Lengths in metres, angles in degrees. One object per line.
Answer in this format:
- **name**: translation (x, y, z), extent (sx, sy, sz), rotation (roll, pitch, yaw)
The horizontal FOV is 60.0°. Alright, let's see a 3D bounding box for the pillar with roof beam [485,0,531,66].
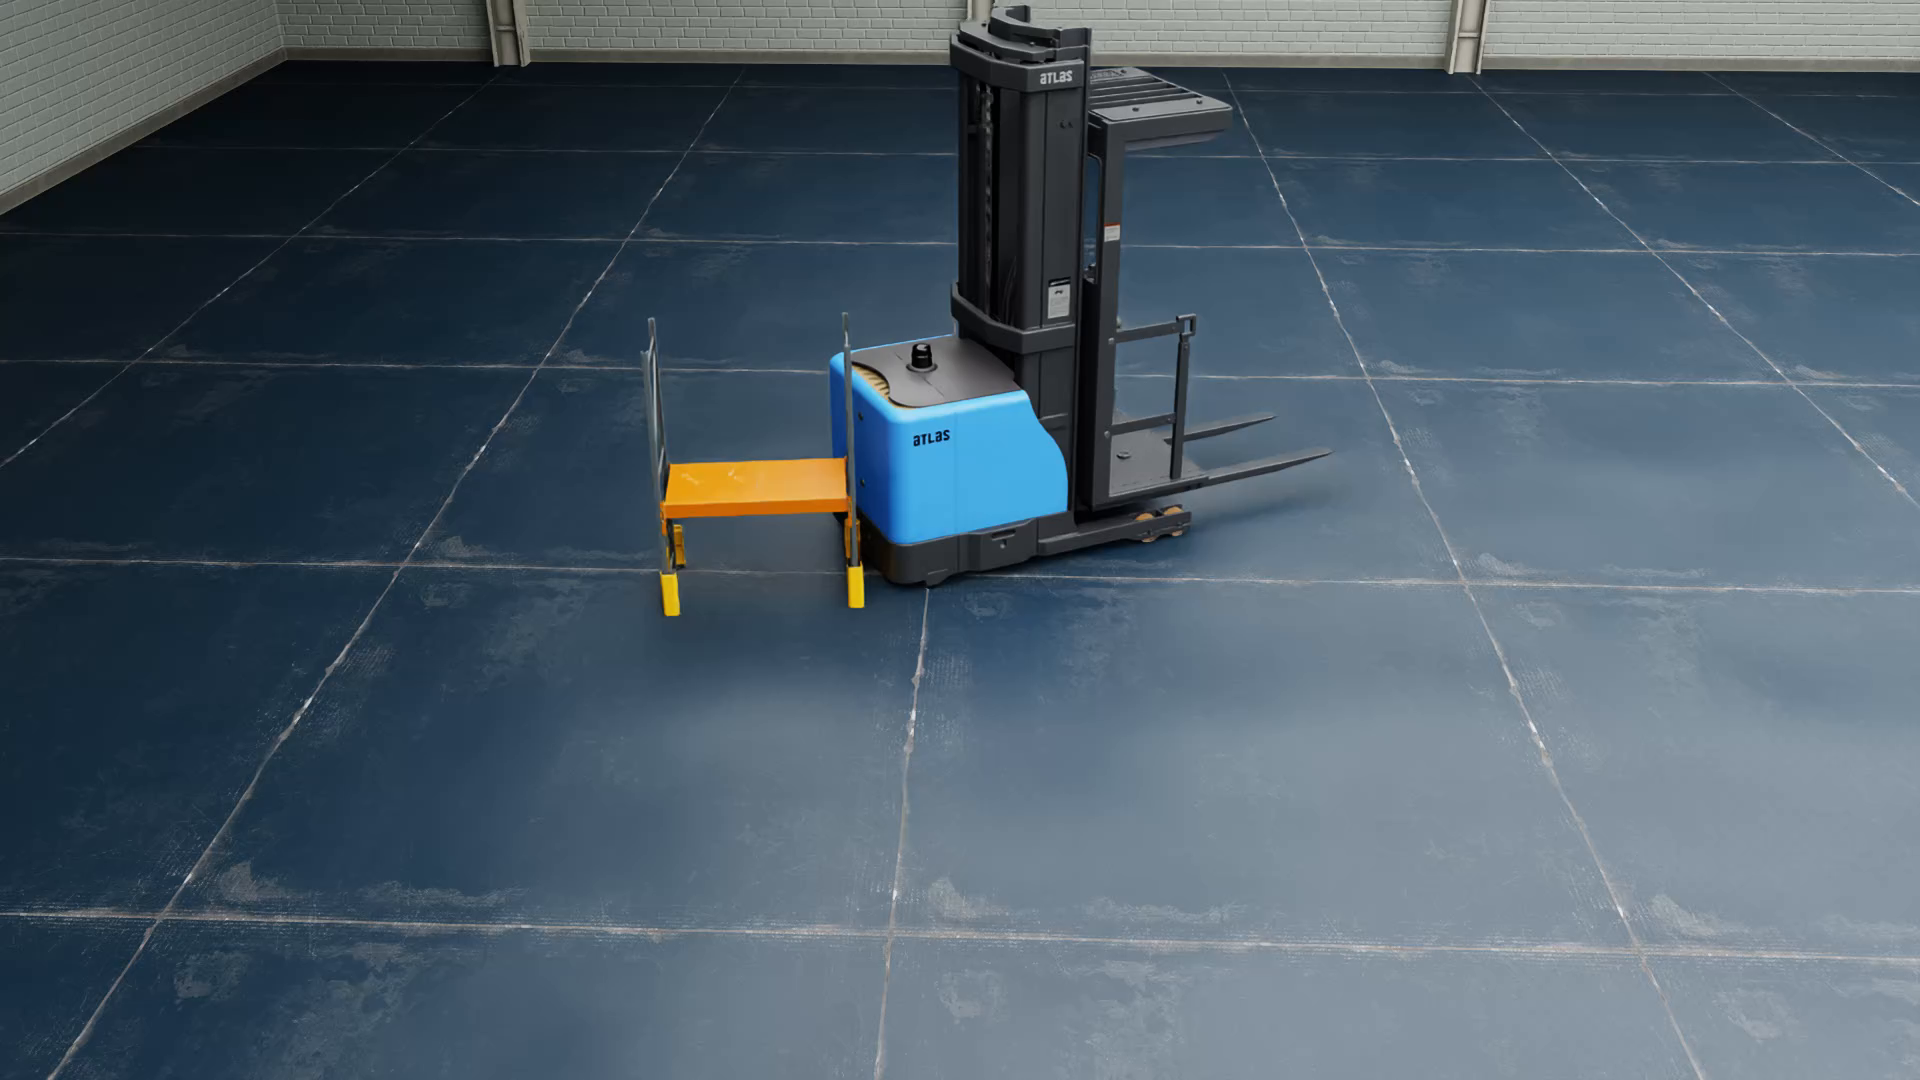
- **pillar with roof beam**: translation (-5.858, -8.036, 15.301), extent (0.400, 9.000, 9.100), rotation (1, 28, 2)

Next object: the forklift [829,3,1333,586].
- **forklift**: translation (0.802, -1.493, 9.436), extent (3.031, 2.935, 1.130), rotation (-12, 30, -22)

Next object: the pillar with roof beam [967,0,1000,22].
- **pillar with roof beam**: translation (0.138, -7.937, 15.114), extent (0.400, 9.000, 9.100), rotation (1, 28, 2)

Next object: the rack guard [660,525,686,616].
- **rack guard**: translation (-1.582, 0.164, 9.174), extent (0.087, 0.250, 0.587), rotation (-2, 28, -4)

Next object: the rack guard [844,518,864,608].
- **rack guard**: translation (-0.590, 0.124, 9.249), extent (0.087, 0.250, 0.587), rotation (-2, 28, -4)

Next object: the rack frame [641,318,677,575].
- **rack frame**: translation (-1.601, -0.387, 8.879), extent (0.032, 1.500, 0.500), rotation (-2, 28, -4)

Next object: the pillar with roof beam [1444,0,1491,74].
- **pillar with roof beam**: translation (6.134, -7.837, 14.927), extent (0.400, 9.000, 9.100), rotation (1, 28, 2)

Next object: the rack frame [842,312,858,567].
- **rack frame**: translation (-0.588, -0.428, 8.956), extent (0.032, 1.500, 0.500), rotation (-2, 28, -4)

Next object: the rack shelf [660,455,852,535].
- **rack shelf**: translation (-1.095, -0.249, 9.002), extent (1.000, 0.185, 0.538), rotation (-2, 28, -4)

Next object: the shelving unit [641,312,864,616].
- **shelving unit**: translation (-1.086, -0.408, 8.919), extent (1.083, 1.500, 0.587), rotation (-2, 28, -4)
